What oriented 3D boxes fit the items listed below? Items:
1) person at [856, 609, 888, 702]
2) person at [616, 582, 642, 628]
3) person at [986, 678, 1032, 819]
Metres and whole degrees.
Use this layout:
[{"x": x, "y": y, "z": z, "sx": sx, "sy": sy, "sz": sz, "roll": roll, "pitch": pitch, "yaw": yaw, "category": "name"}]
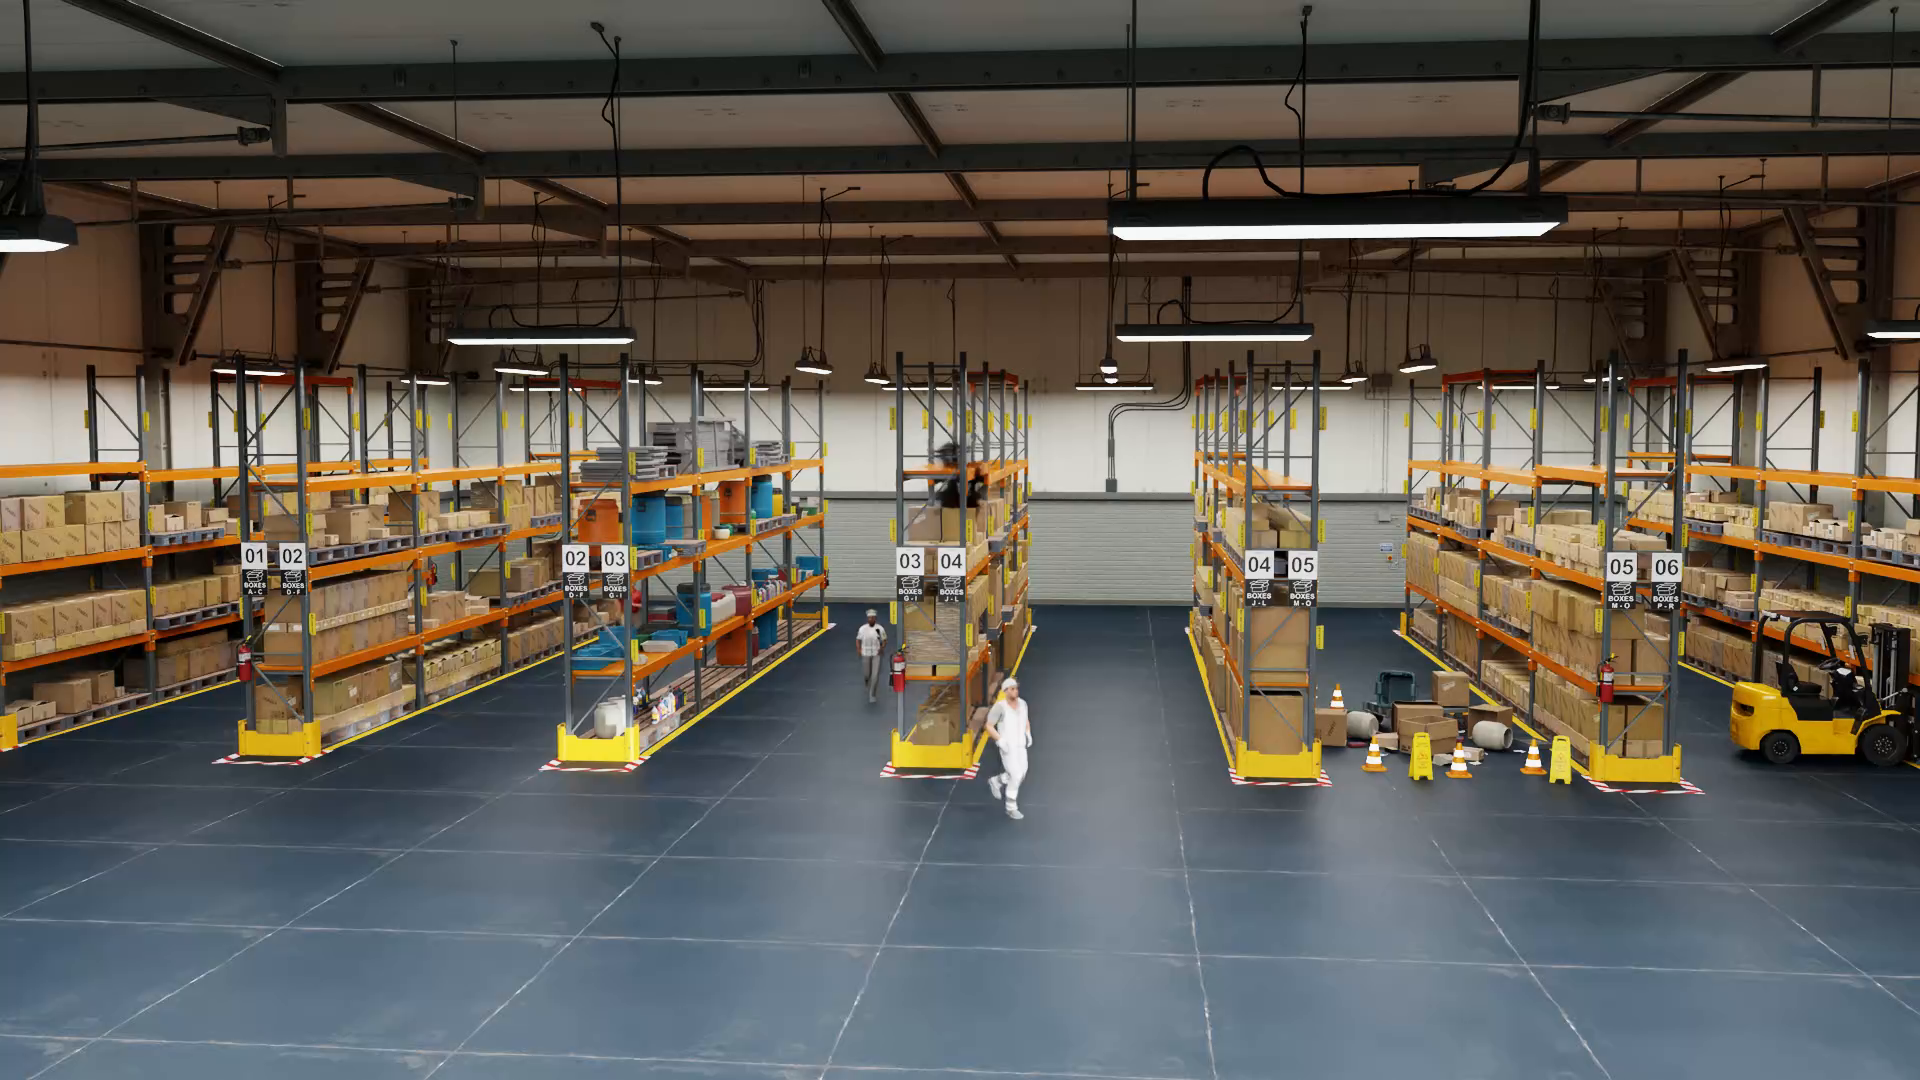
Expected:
[{"x": -1.583, "y": 2.063, "z": 29.842, "sx": 0.575, "sy": 1.660, "sz": 0.562, "roll": 0, "pitch": 4, "yaw": -4, "category": "person"}, {"x": -6.853, "y": 1.674, "z": 34.613, "sx": 0.645, "sy": 1.772, "sz": 0.889, "roll": -1, "pitch": 4, "yaw": -7, "category": "person"}, {"x": 0.590, "y": 2.625, "z": 21.212, "sx": 0.662, "sy": 1.775, "sz": 0.689, "roll": -3, "pitch": 5, "yaw": -38, "category": "person"}]
